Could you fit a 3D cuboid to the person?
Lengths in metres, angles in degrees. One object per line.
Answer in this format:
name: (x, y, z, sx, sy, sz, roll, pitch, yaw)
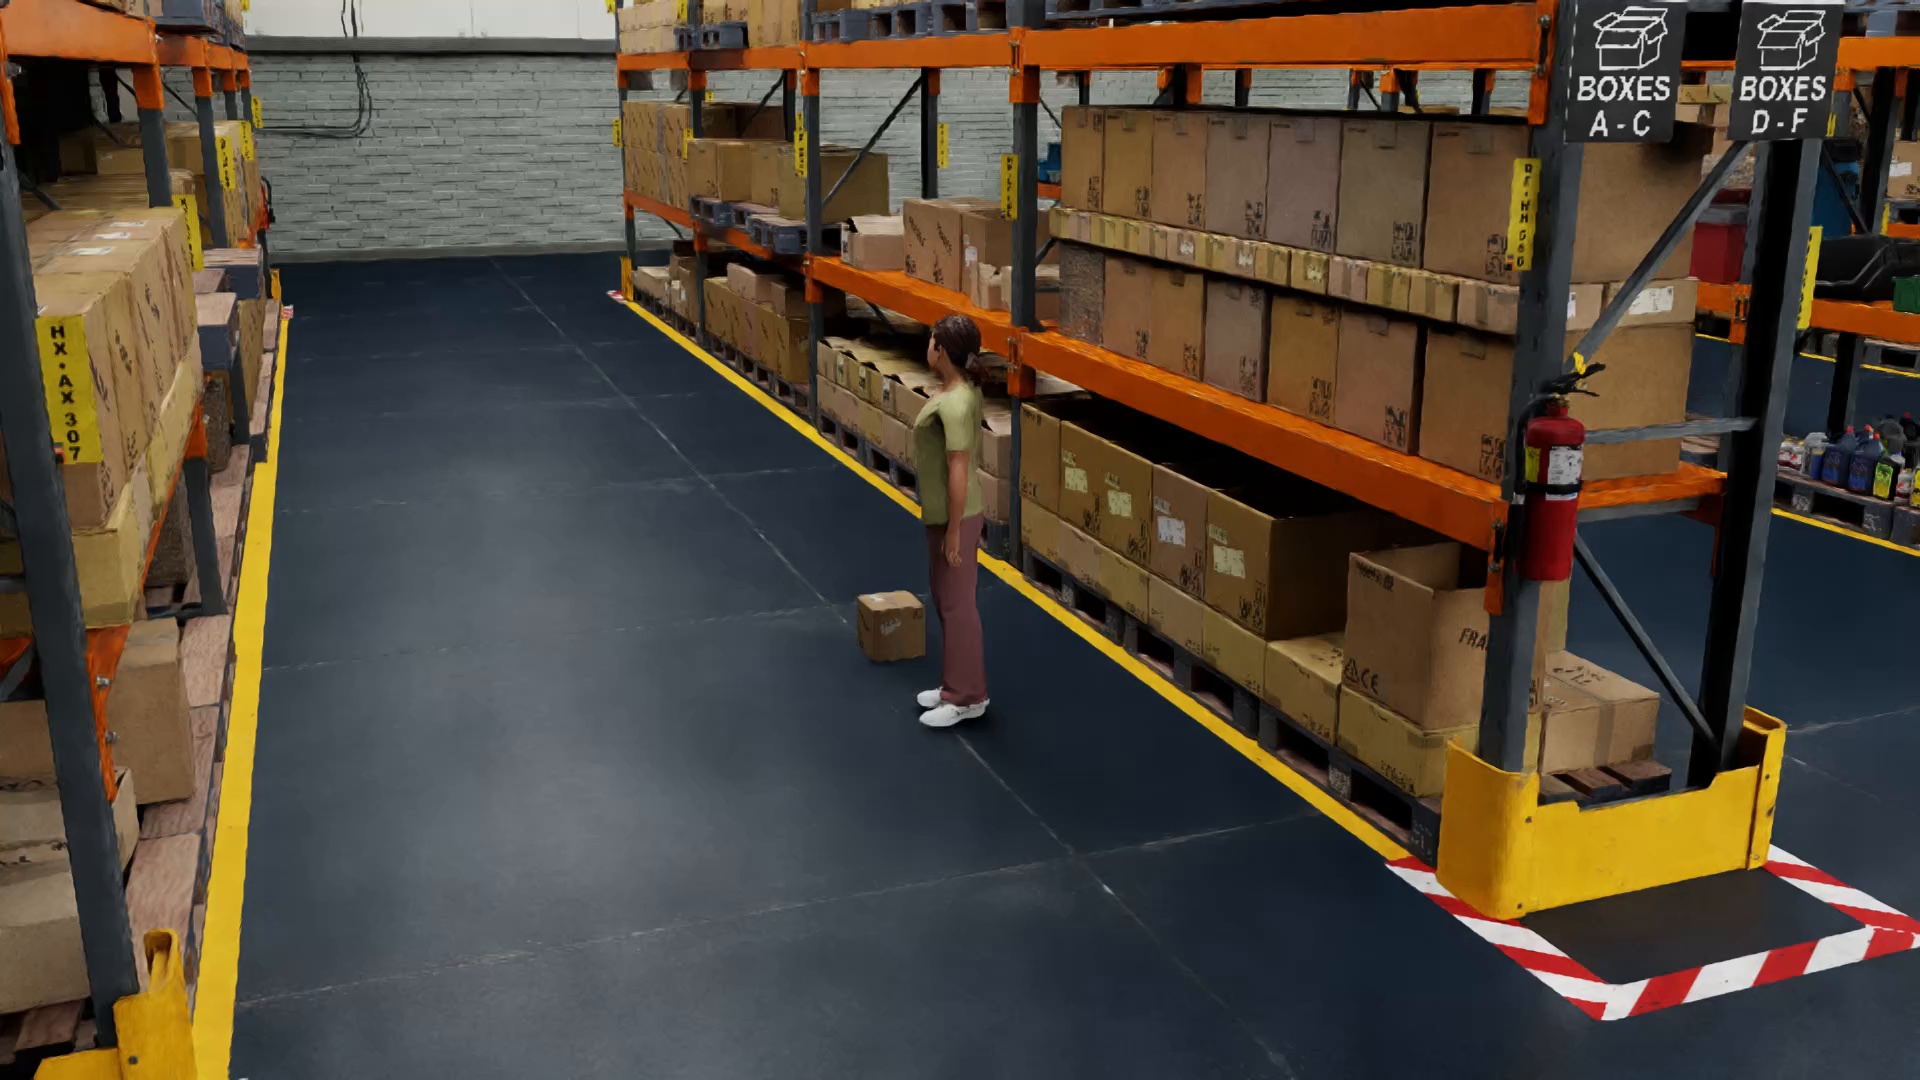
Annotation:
person: (-0.025, -0.080, 6.757, 0.329, 1.672, 0.492, 1, 16, 2)
